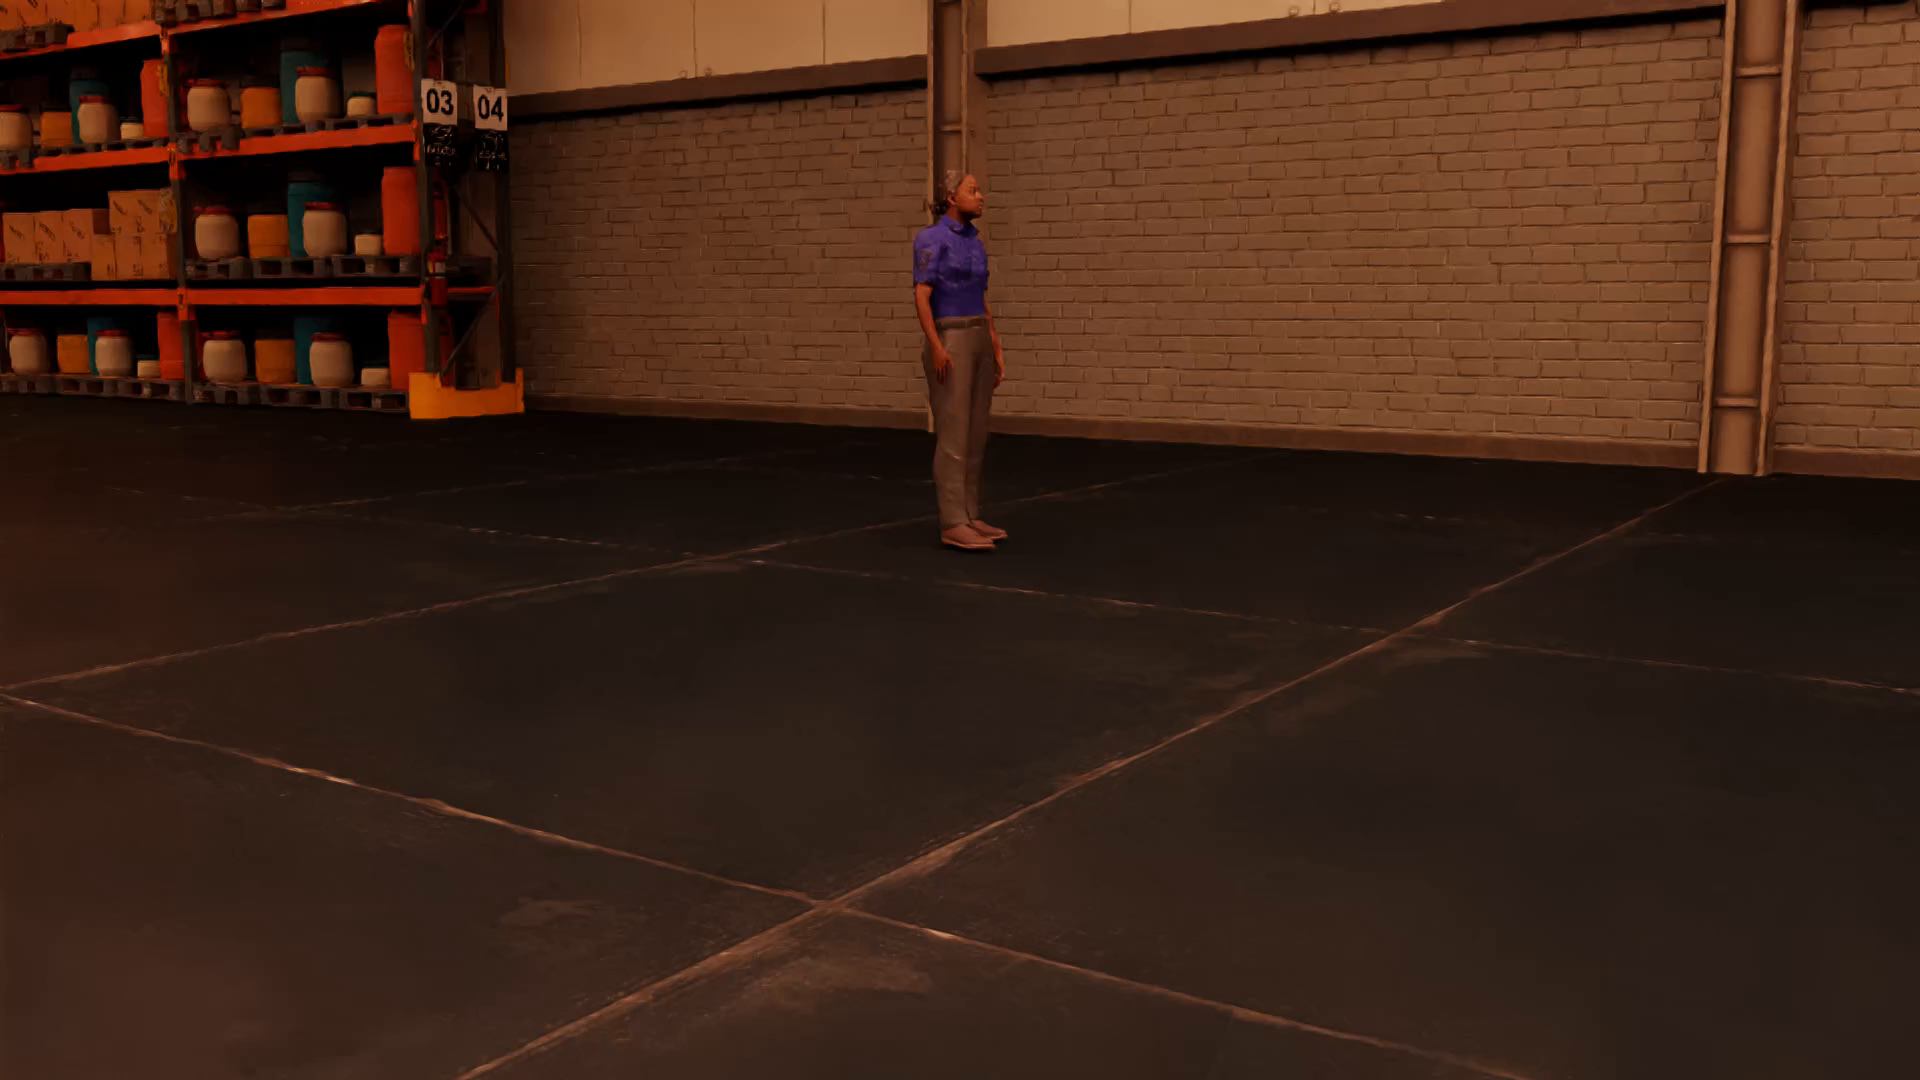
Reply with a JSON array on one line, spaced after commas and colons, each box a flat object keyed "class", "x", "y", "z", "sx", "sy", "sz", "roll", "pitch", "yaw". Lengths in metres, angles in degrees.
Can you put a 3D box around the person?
[{"class": "person", "x": 0.062, "y": -0.817, "z": 7.421, "sx": 0.503, "sy": 1.654, "sz": 0.570, "roll": 5, "pitch": 10, "yaw": 34}]
